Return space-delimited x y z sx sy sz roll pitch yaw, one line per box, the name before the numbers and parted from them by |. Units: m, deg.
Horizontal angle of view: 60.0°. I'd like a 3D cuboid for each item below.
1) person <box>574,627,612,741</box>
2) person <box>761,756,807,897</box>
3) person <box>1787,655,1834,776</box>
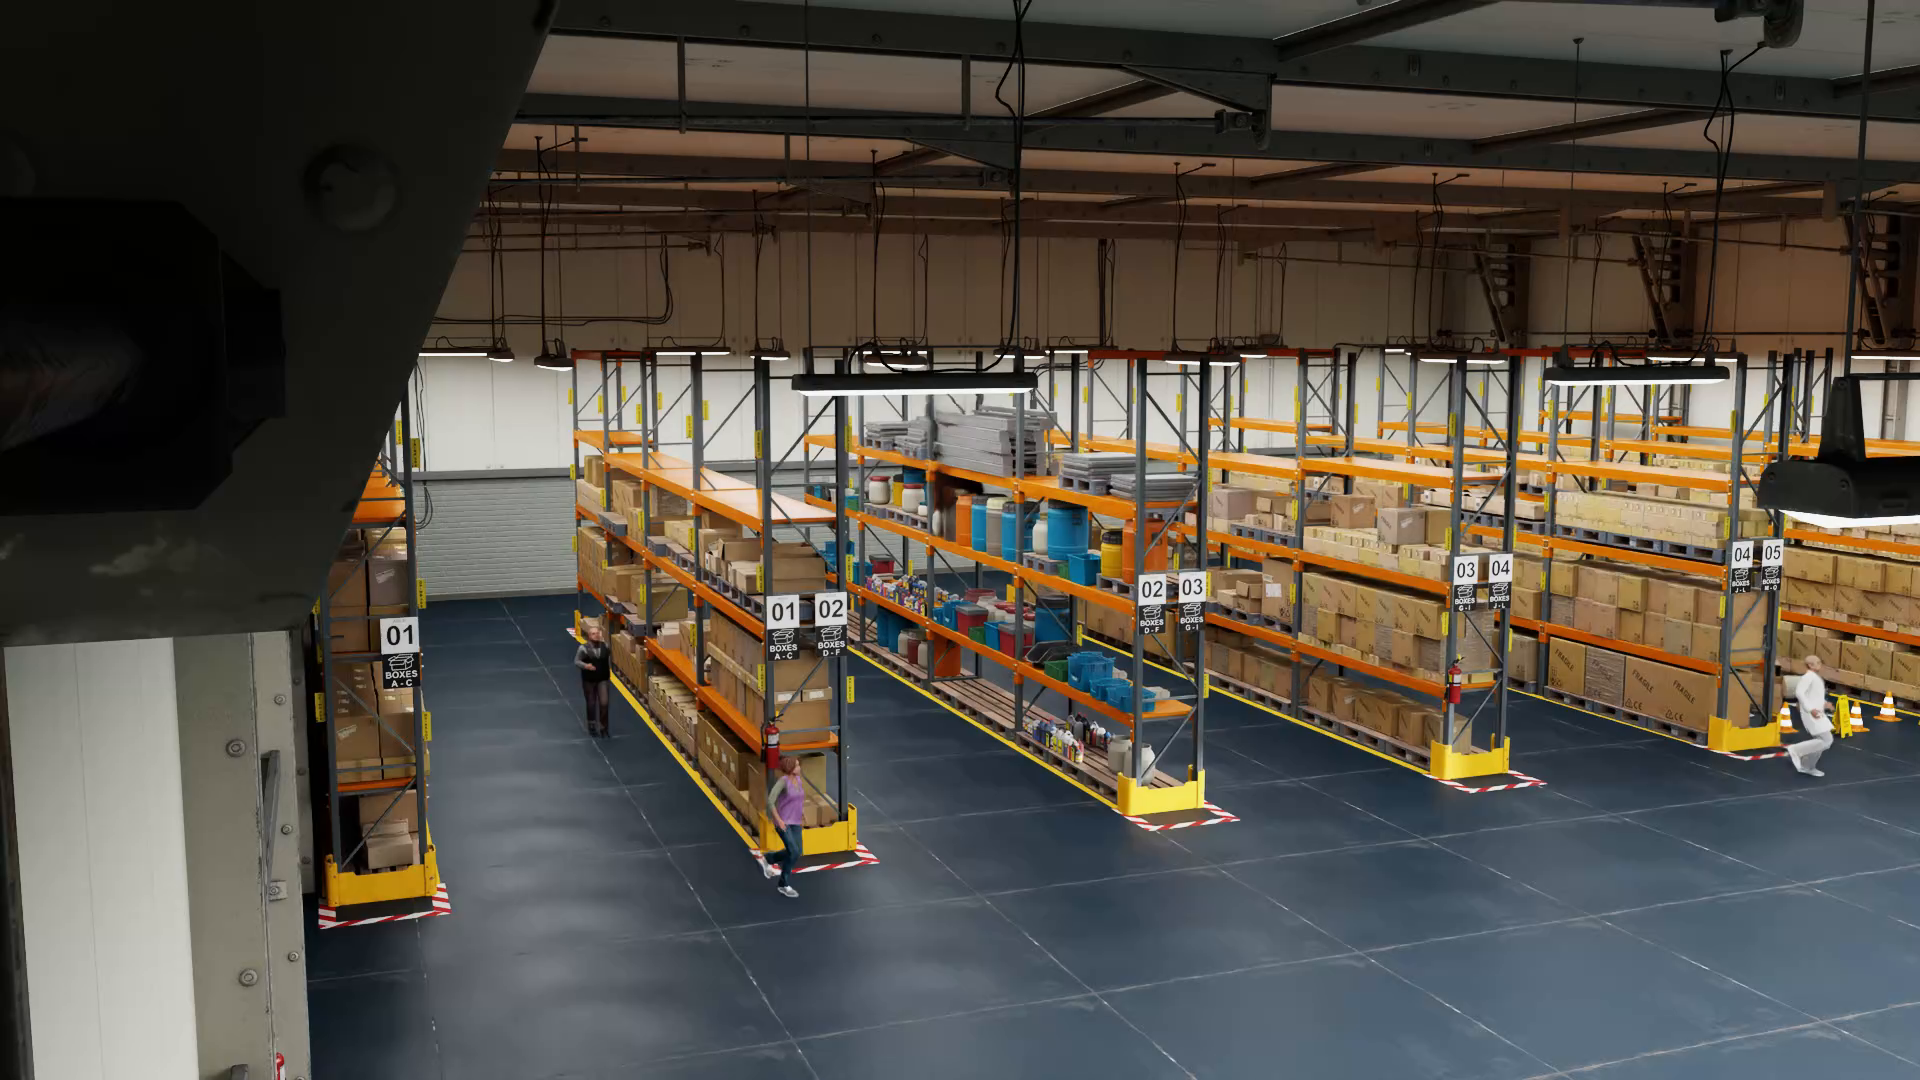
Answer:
person | -5.739 2.250 26.117 0.637 1.779 0.779 -3 8 -20
person | -2.004 3.231 18.975 0.573 1.544 0.582 4 8 30
person | 12.238 2.520 23.878 0.587 1.731 0.727 4 8 27
